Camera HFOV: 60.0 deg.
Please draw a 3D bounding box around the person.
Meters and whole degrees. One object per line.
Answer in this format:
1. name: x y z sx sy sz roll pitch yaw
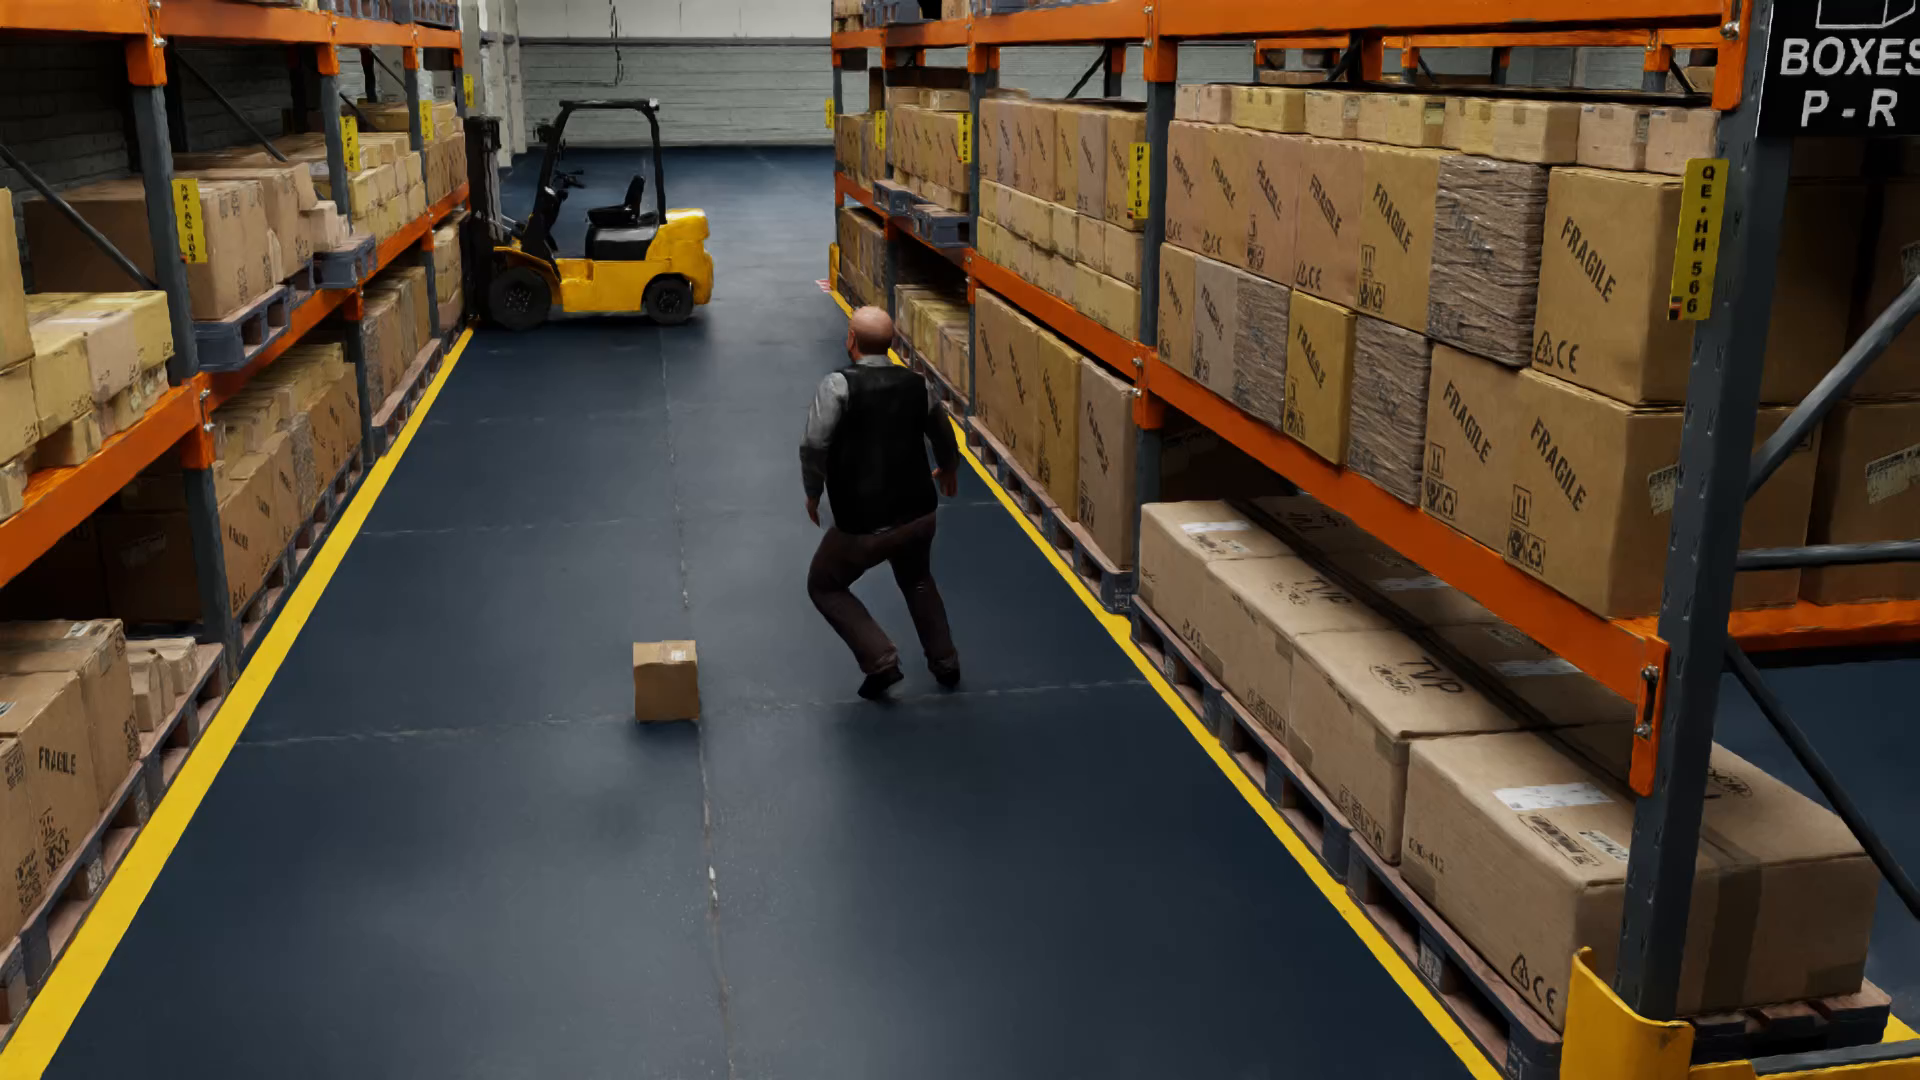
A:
1. person: -0.286 -0.119 6.725 0.911 1.657 0.517 -13 21 -38
